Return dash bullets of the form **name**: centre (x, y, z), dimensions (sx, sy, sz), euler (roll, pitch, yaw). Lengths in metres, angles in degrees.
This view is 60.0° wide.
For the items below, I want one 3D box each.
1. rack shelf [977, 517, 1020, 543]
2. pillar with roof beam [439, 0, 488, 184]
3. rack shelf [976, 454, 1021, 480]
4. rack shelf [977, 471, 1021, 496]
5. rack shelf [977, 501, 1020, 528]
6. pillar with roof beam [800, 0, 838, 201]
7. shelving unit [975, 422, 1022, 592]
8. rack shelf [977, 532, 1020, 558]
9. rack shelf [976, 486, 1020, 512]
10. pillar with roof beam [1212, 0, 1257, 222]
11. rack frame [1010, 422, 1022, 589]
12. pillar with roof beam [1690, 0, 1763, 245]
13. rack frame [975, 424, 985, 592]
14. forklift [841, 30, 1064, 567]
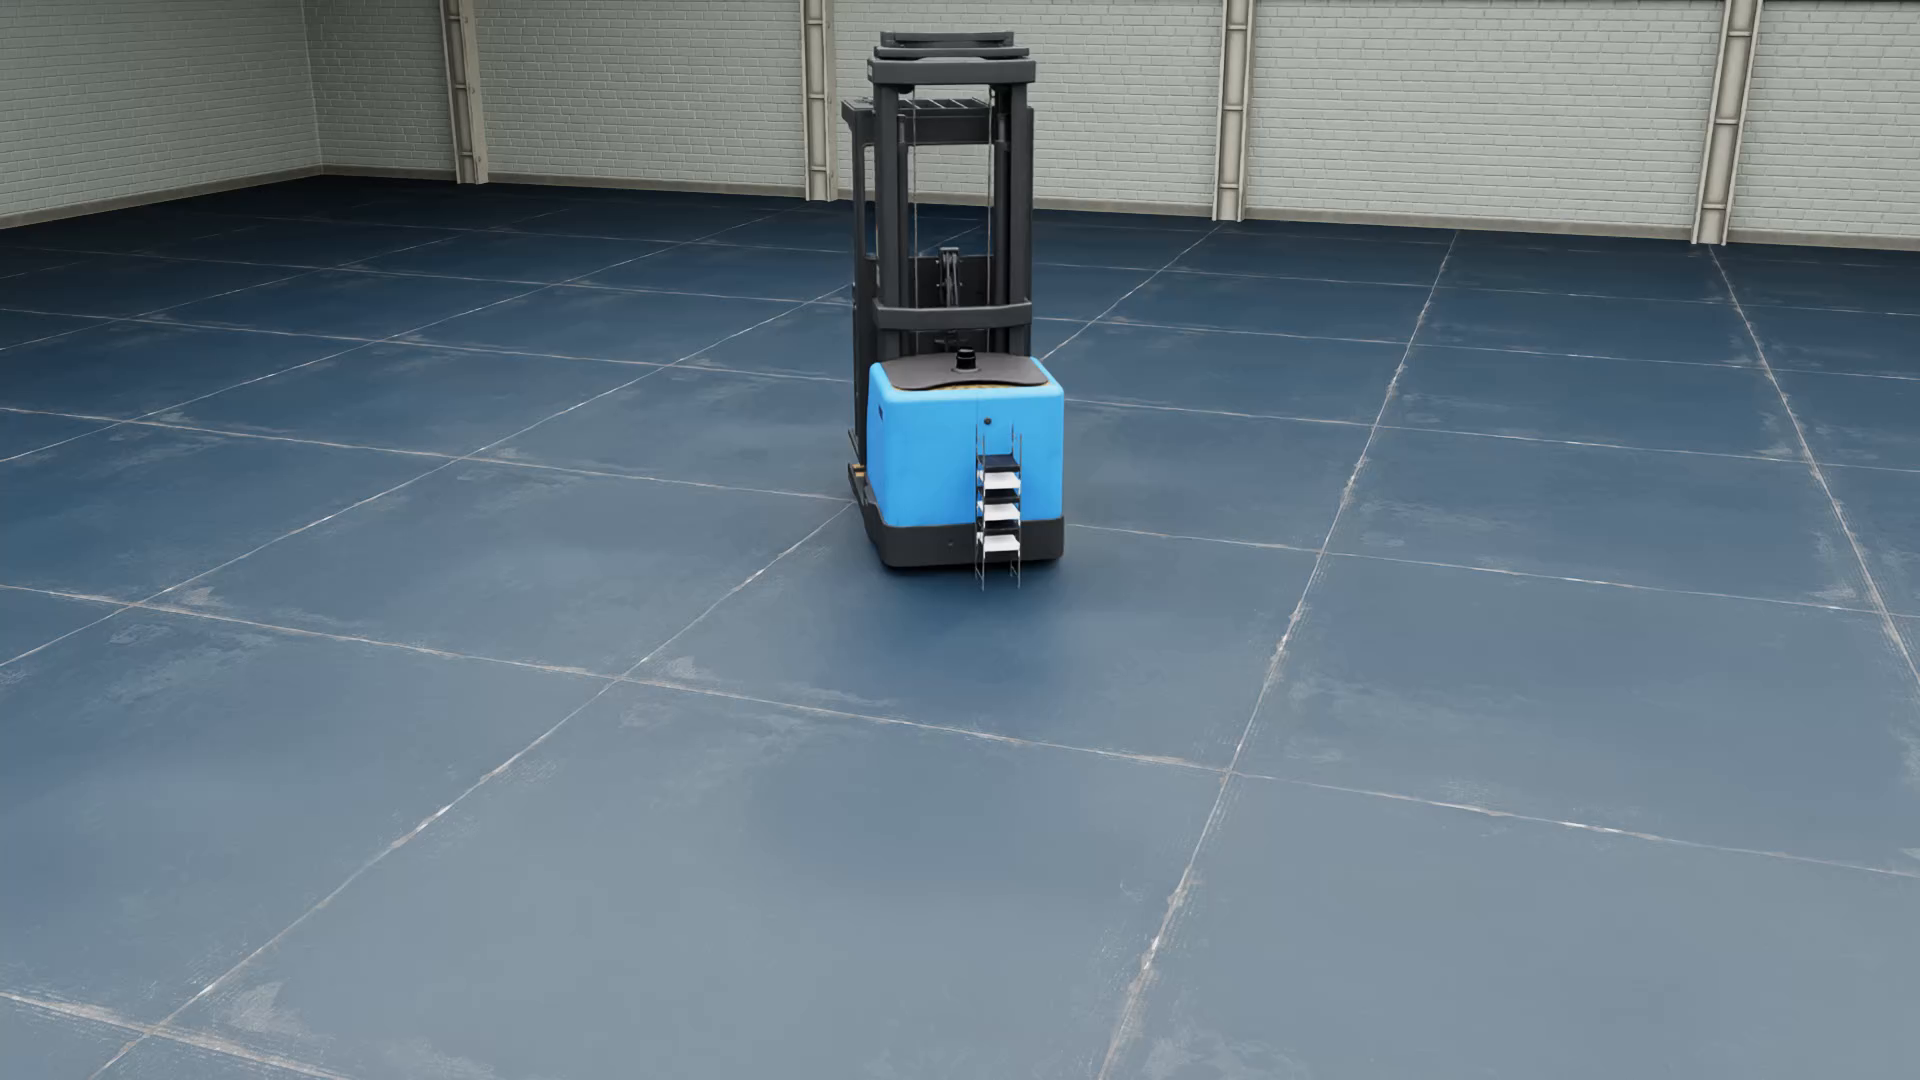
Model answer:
- **rack shelf**: centre (0.210, -0.066, 9.272), dimensions (0.200, 0.077, 0.258), euler (-3, 20, -10)
- **pillar with roof beam**: centre (-9.106, -8.560, 20.960), dimensions (0.400, 9.000, 9.100), euler (7, 20, 18)
- **rack shelf**: centre (0.210, -0.406, 9.153), dimensions (0.200, 0.077, 0.258), euler (-3, 20, -10)
- **rack shelf**: centre (0.210, -0.321, 9.183), dimensions (0.200, 0.077, 0.258), euler (-3, 20, -10)
- **rack shelf**: centre (0.210, -0.151, 9.242), dimensions (0.200, 0.077, 0.258), euler (-3, 20, -10)
- **pillar with roof beam**: centre (-3.438, -7.911, 19.101), dimensions (0.400, 9.000, 9.100), euler (7, 20, 18)
- **shelving unit**: centre (0.210, -0.182, 9.231), dimensions (0.210, 0.900, 0.258), euler (-3, 20, -10)
- **rack shelf**: centre (0.210, 0.019, 9.302), dimensions (0.200, 0.077, 0.258), euler (-3, 20, -10)
- **rack shelf**: centre (0.210, -0.236, 9.213), dimensions (0.200, 0.077, 0.258), euler (-3, 20, -10)
- **pillar with roof beam**: centre (2.230, -7.263, 17.242), dimensions (0.400, 9.000, 9.100), euler (7, 20, 18)
- **rack frame**: centre (0.310, -0.188, 9.248), dimensions (0.006, 0.900, 0.240), euler (-3, 20, -10)
- **pillar with roof beam**: centre (7.898, -6.615, 15.383), dimensions (0.400, 9.000, 9.100), euler (7, 20, 18)
- **rack frame**: centre (0.110, -0.176, 9.214), dimensions (0.006, 0.900, 0.240), euler (-3, 20, -10)
- **forklift**: centre (-0.141, -1.676, 10.430), dimensions (1.130, 2.935, 3.031), euler (-3, 19, -9)
